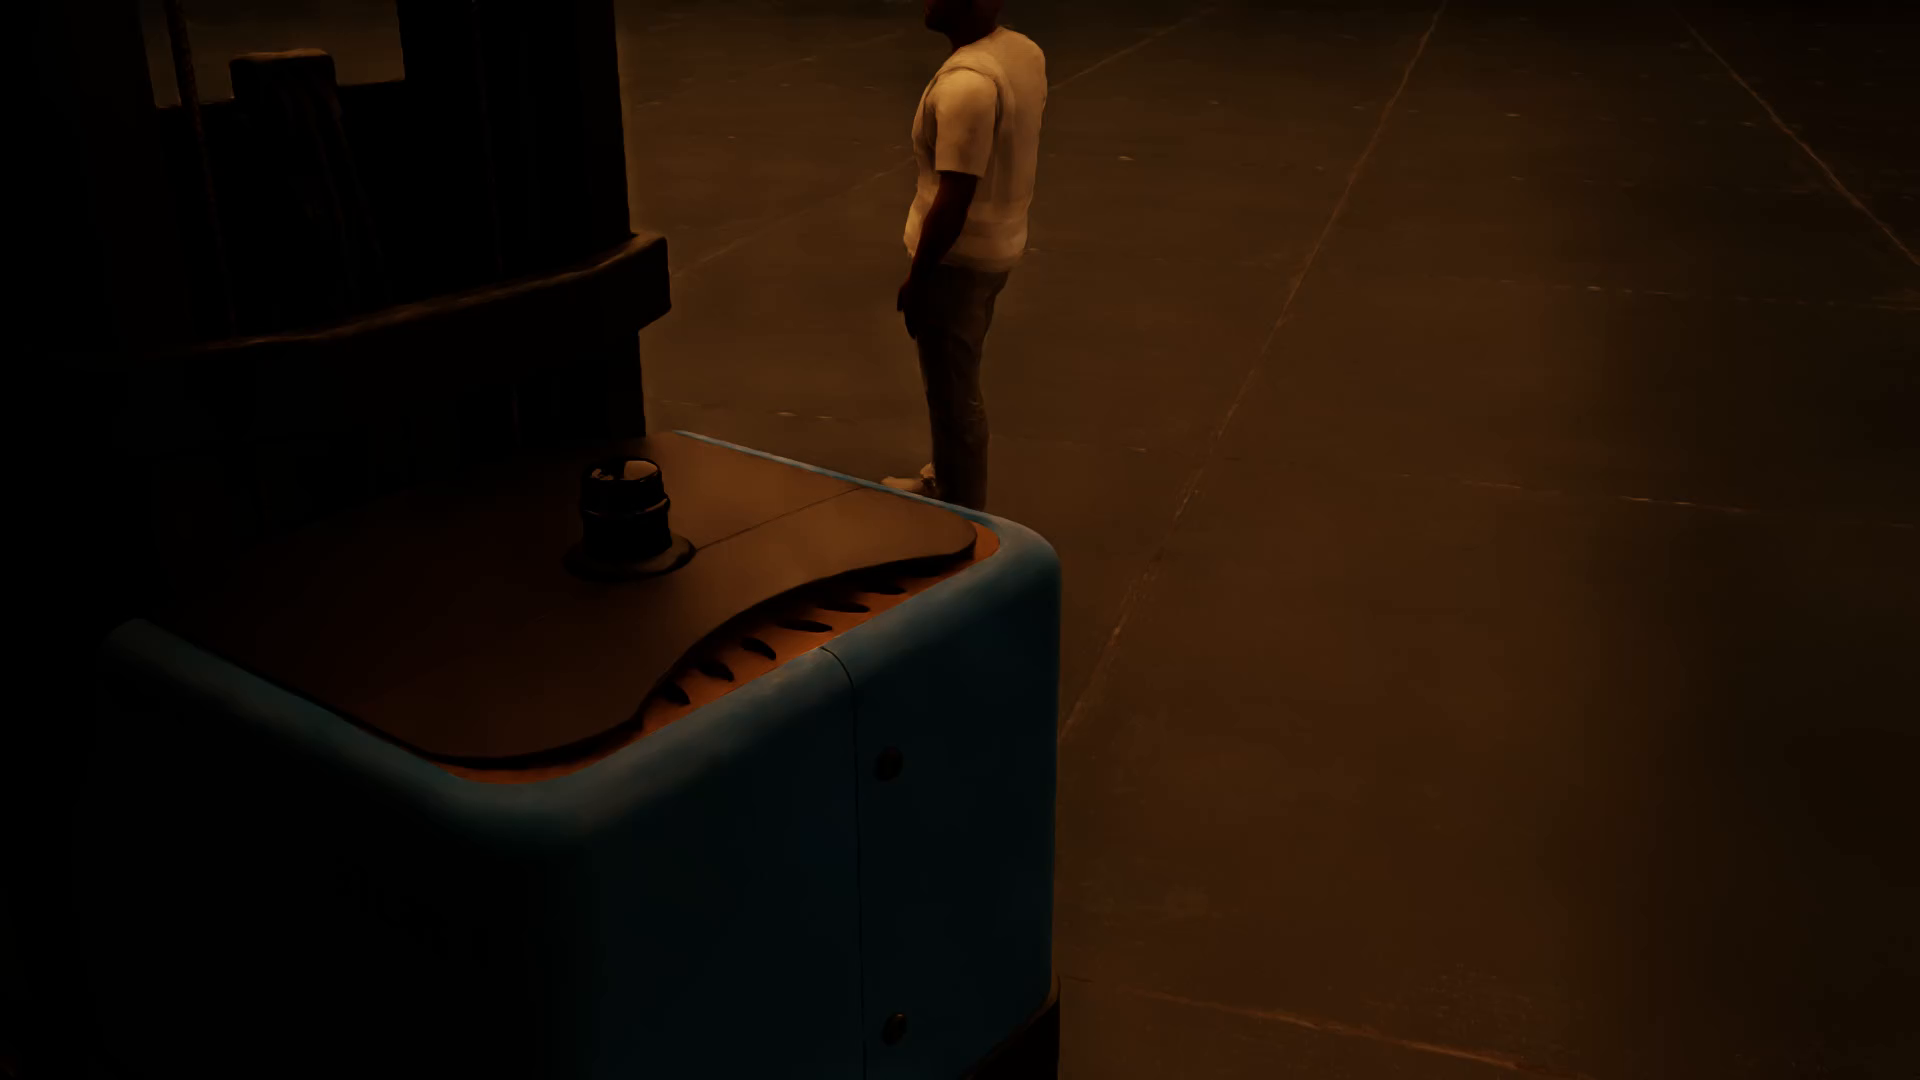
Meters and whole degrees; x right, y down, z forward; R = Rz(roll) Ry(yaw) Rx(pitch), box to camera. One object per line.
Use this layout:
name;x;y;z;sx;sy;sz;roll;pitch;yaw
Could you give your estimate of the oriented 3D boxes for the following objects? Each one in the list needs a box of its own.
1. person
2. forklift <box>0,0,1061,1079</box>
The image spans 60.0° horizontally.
person;-0.065;-0.833;4.805;0.576;1.766;0.665;7;23;16
forklift;-1.321;-0.570;2.661;3.031;2.935;1.130;16;27;34
